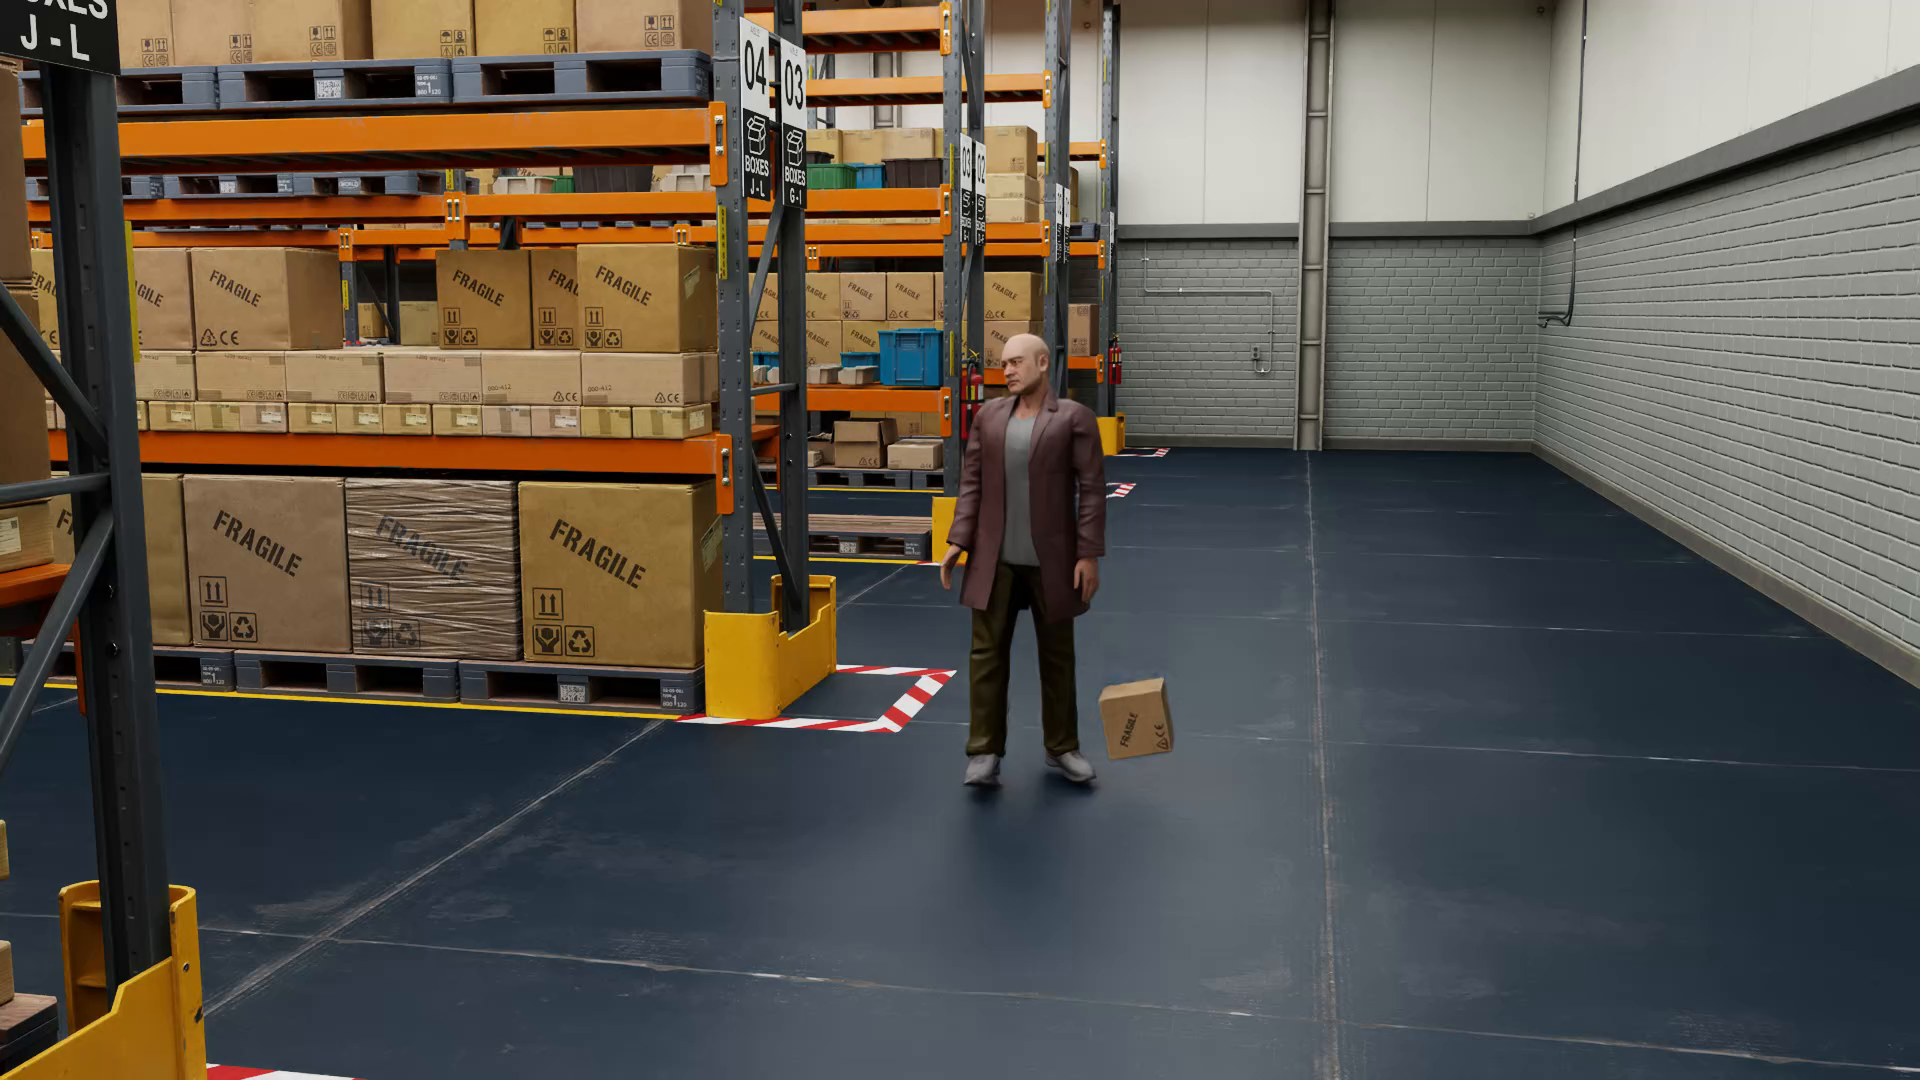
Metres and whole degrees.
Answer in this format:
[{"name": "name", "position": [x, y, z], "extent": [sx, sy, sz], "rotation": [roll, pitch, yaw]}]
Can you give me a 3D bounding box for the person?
[{"name": "person", "position": [0.244, 0.083, 6.566], "extent": [0.654, 1.781, 0.618], "rotation": [2, 8, 16]}]
